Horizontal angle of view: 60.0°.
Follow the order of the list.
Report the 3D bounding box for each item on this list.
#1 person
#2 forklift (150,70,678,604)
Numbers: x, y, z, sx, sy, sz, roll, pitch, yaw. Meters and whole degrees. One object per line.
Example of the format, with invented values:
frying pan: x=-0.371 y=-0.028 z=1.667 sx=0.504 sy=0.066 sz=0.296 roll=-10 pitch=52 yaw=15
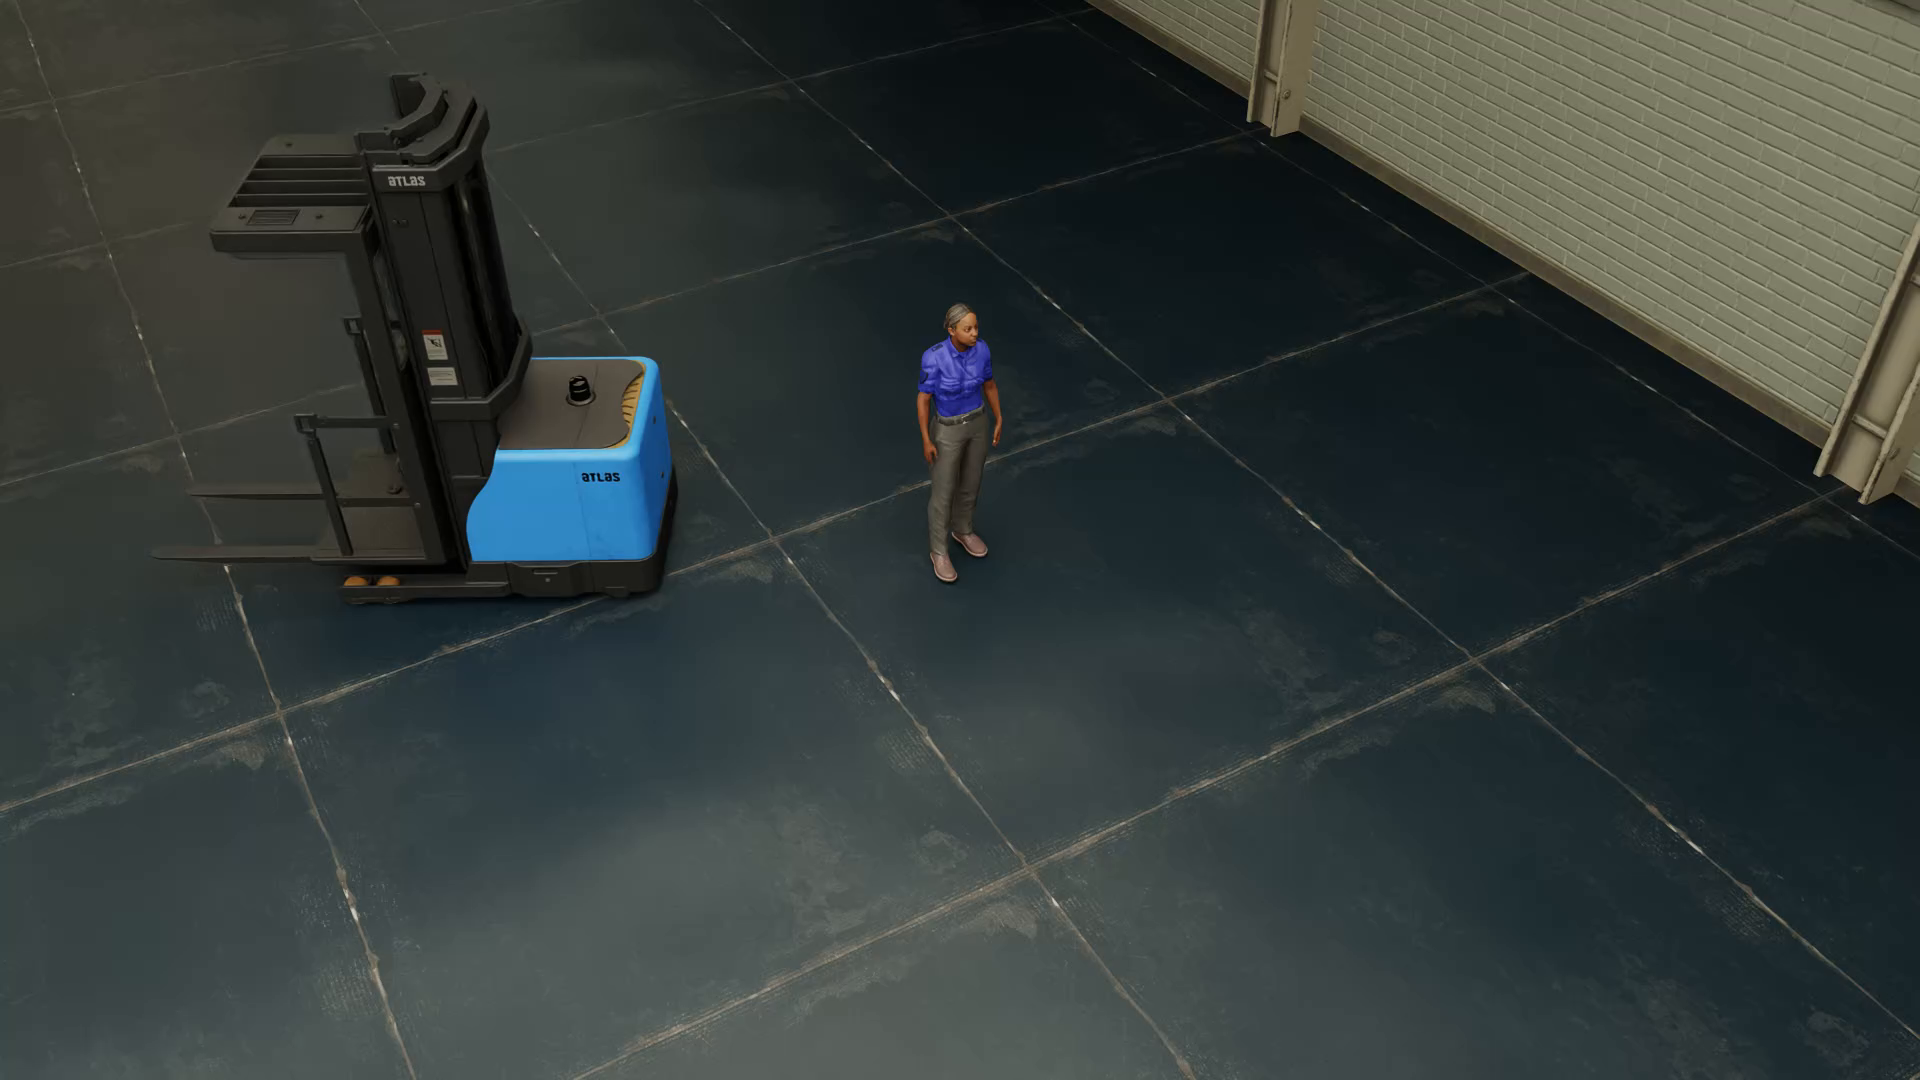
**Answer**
person: x=0.027 y=-0.588 z=9.733 sx=0.570 sy=1.656 sz=0.503 roll=-20 pitch=44 yaw=-23
forklift: x=-3.302 y=-1.087 z=9.347 sx=3.031 sy=2.935 sz=1.130 roll=-1 pitch=40 yaw=-1
